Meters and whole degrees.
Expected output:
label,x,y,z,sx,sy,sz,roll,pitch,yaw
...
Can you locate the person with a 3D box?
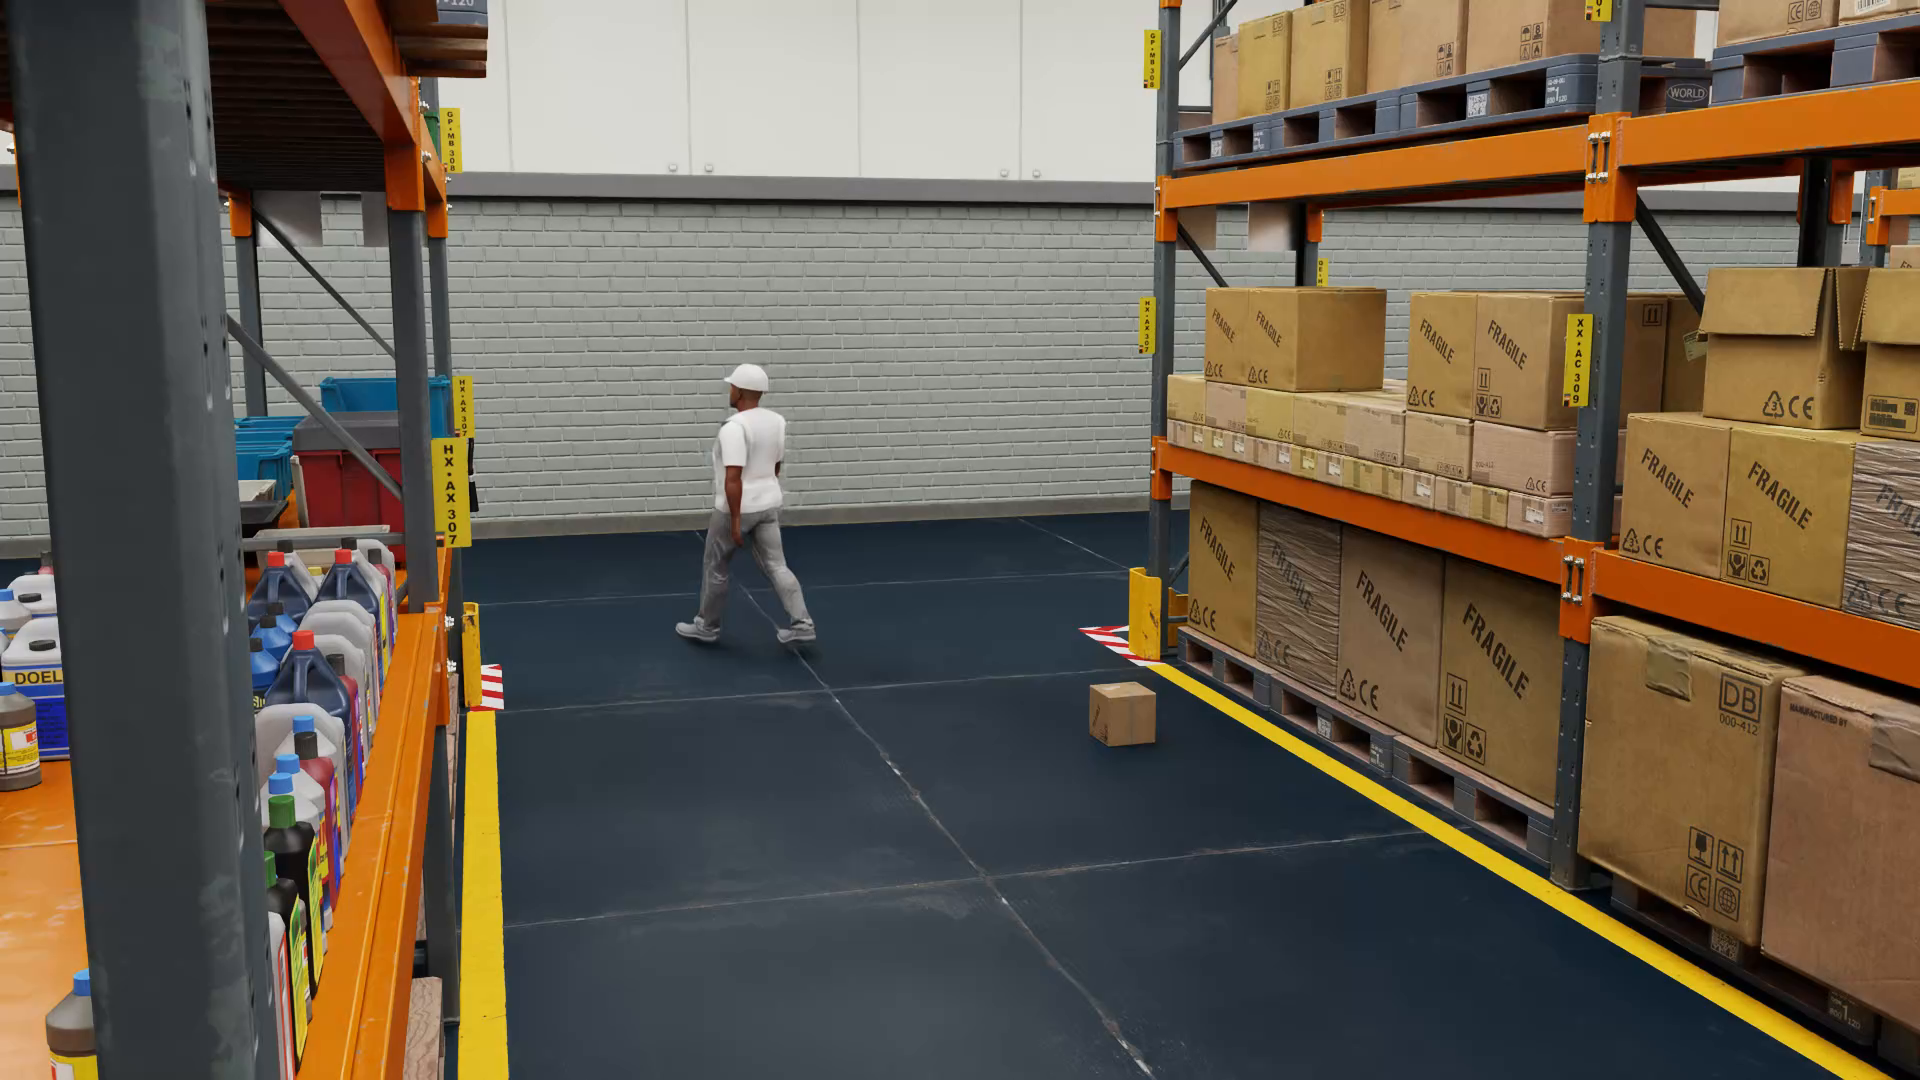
label,x,y,z,sx,sy,sz,roll,pitch,yaw
person,-1.308,-0.207,10.098,1.024,1.724,0.573,7,12,39
